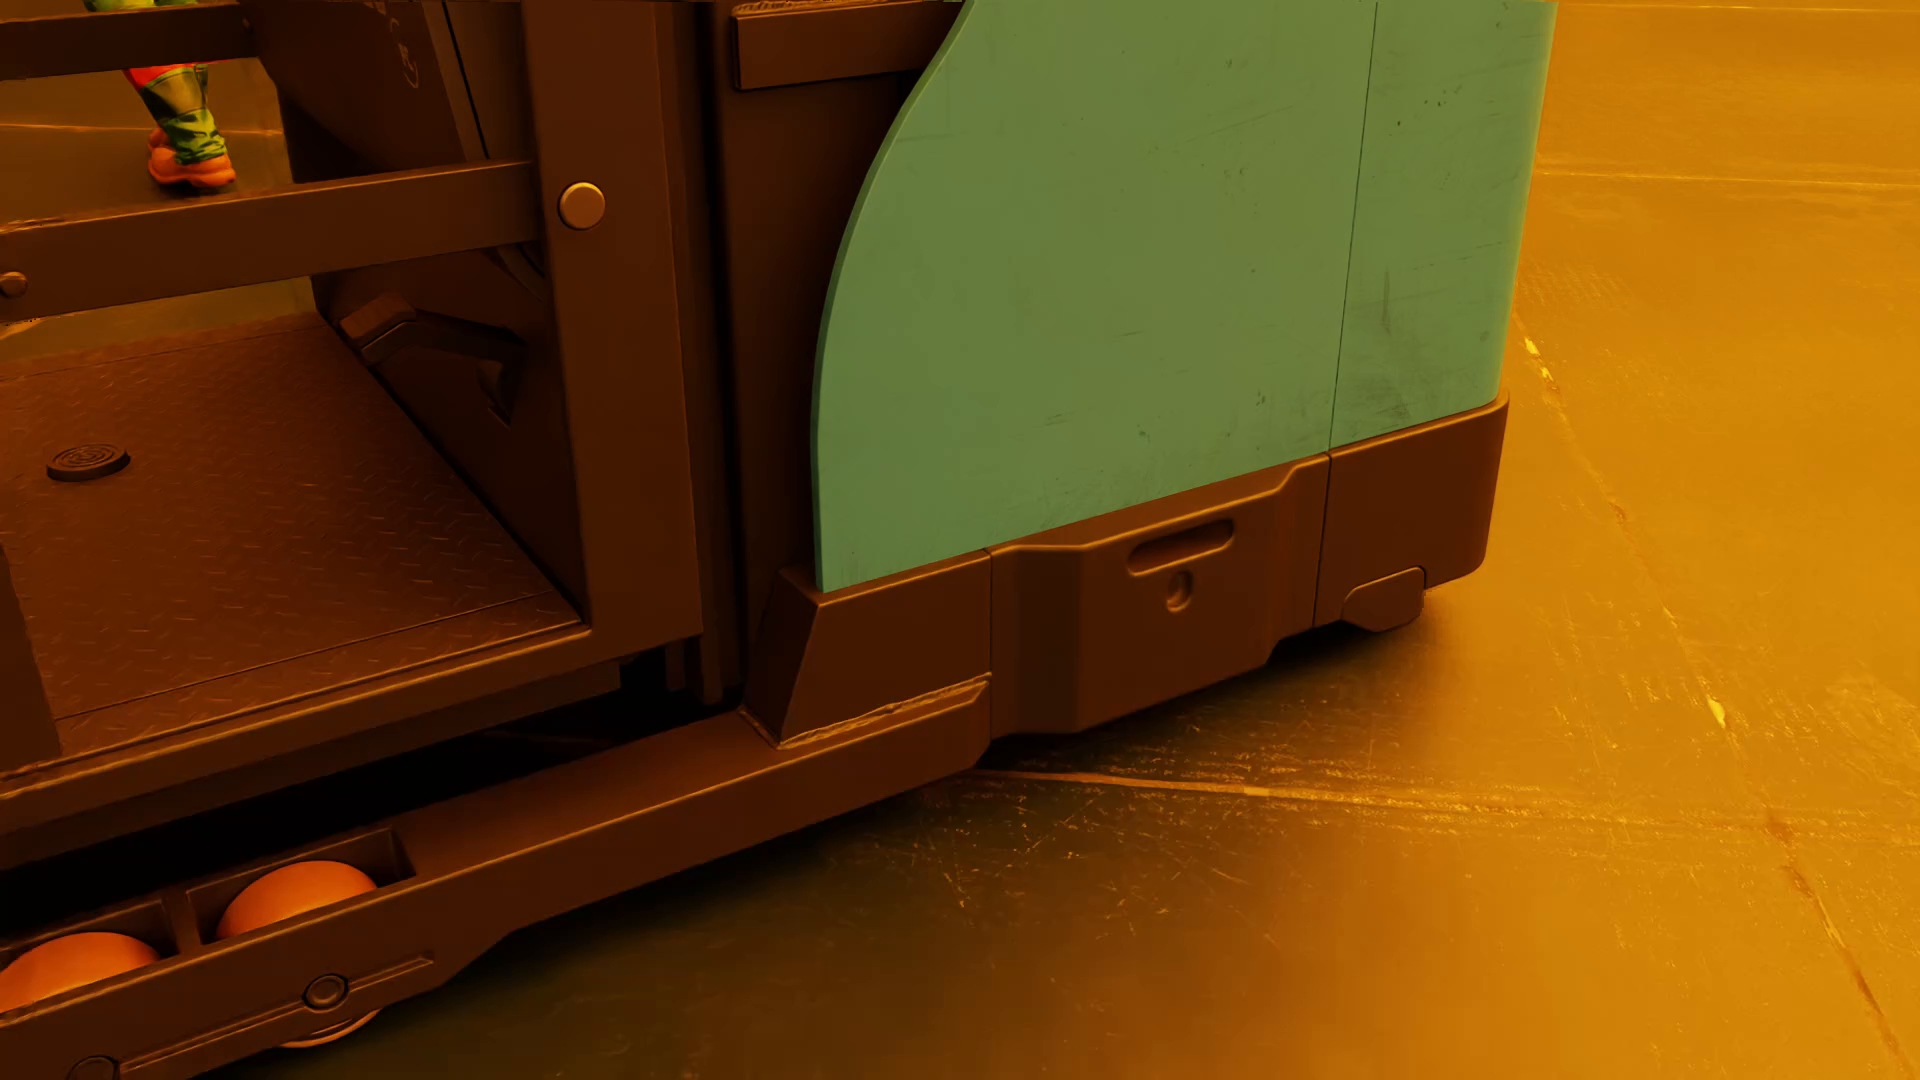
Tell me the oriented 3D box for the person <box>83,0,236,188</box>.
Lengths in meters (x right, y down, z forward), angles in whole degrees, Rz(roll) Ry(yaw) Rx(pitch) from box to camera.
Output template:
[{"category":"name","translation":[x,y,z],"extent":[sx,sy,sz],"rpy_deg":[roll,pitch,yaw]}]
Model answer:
[{"category":"person","translation":[-2.089,-1.797,4.146],"extent":[0.762,1.762,0.996],"rpy_deg":[21,33,35]}]

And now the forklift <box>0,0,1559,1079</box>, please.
[{"category":"forklift","translation":[-0.794,-1.064,1.350],"extent":[3.031,2.935,1.130],"rpy_deg":[-16,30,-28]}]
